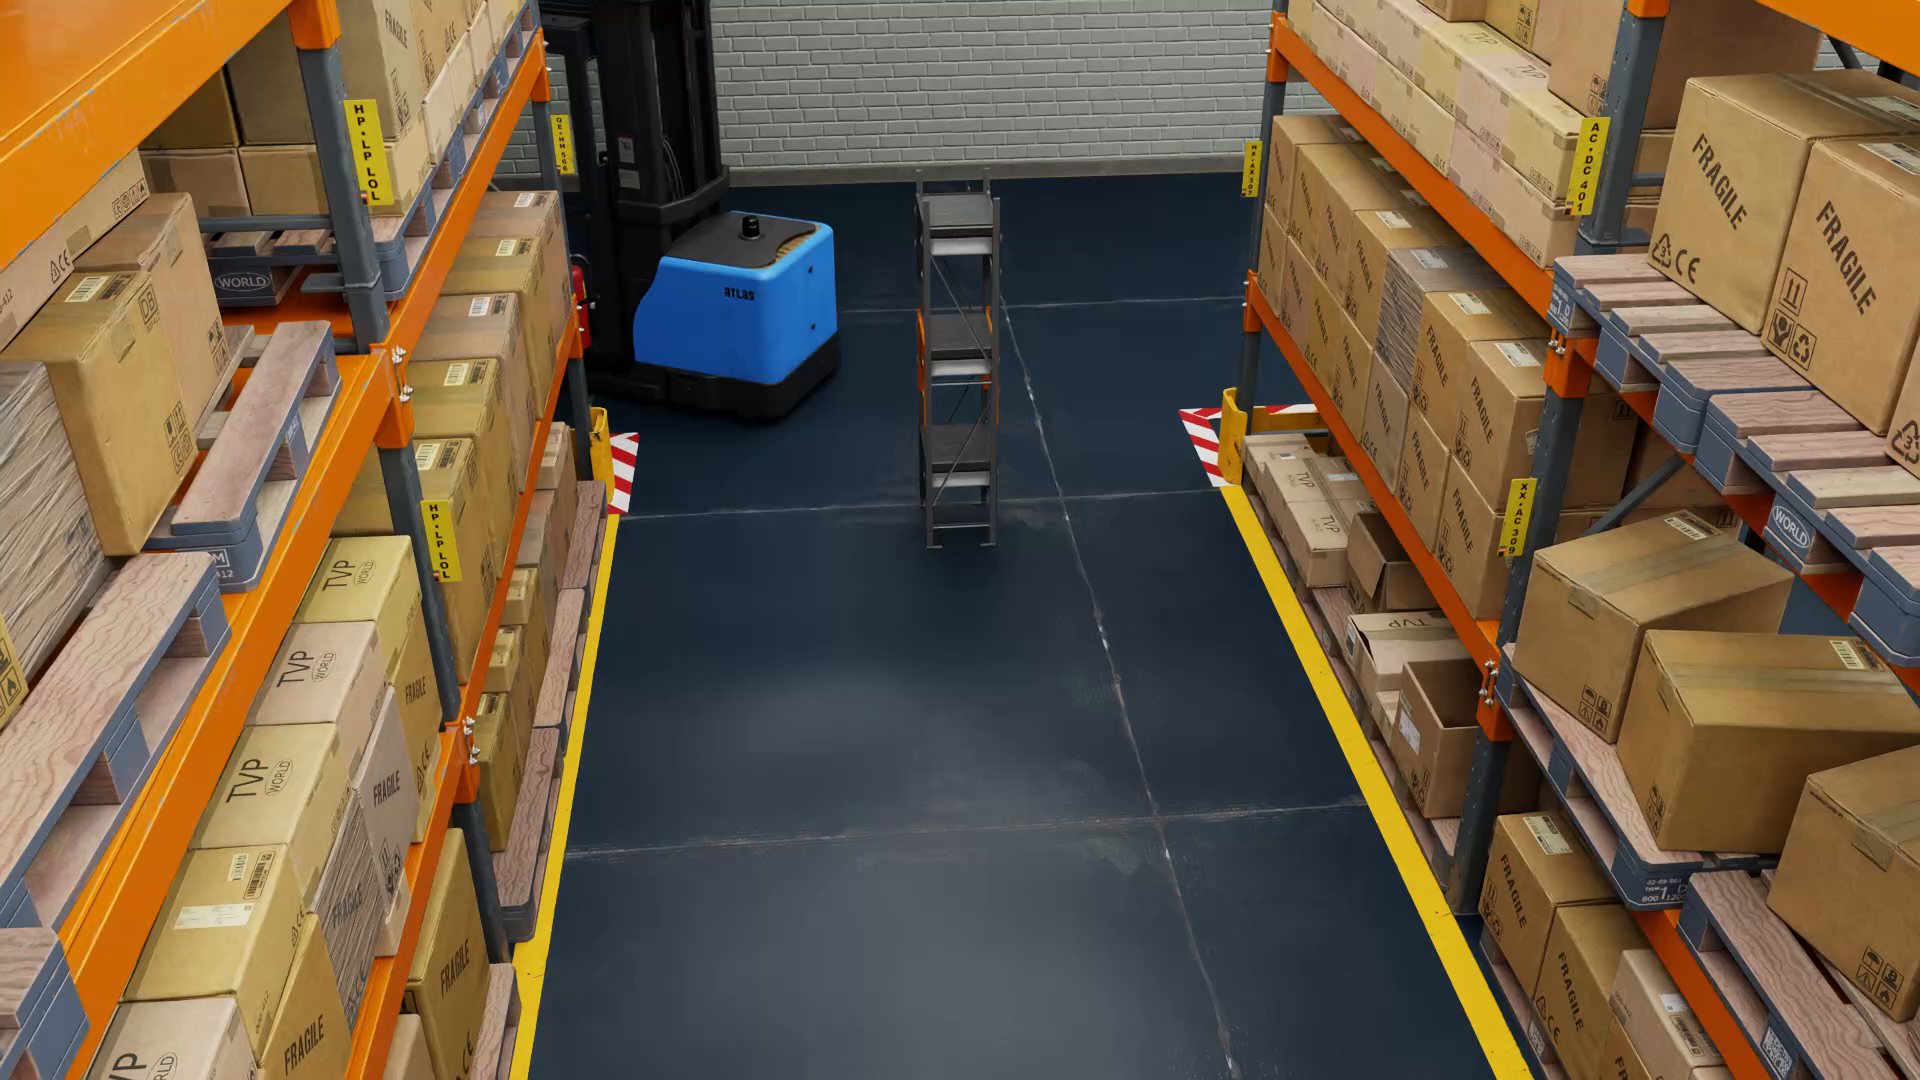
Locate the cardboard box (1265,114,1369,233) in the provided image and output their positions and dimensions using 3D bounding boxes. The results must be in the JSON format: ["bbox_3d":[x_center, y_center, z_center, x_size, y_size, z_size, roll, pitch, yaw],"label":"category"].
[{"bbox_3d":[1.997,-2.015,9.125,0.500,0.500,0.500,-2,31,-3],"label":"cardboard box"}]

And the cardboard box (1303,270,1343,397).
[{"bbox_3d":[2.095,-1.066,8.512,0.500,0.500,0.500,-3,31,-5],"label":"cardboard box"}]

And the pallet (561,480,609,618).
[{"bbox_3d":[-2.561,0.059,9.445,1.003,0.211,1.213,-3,31,-5],"label":"pallet"}]

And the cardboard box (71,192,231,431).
[{"bbox_3d":[-2.367,-0.565,4.319,0.700,0.500,0.500,-4,31,-7],"label":"cardboard box"}]

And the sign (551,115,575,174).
[{"bbox_3d":[-2.172,-2.160,9.081,0.100,0.325,0.005,-3,31,-5],"label":"sign"}]

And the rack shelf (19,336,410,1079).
[{"bbox_3d":[-2.153,0.542,3.694,1.077,0.370,4.000,-3,31,-5],"label":"rack shelf"}]

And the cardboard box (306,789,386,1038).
[{"bbox_3d":[-1.950,1.061,4.641,0.500,0.500,0.500,-3,31,-4],"label":"cardboard box"}]

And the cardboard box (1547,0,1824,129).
[{"bbox_3d":[2.508,-1.746,5.750,0.700,0.500,0.500,-3,31,-5],"label":"cardboard box"}]

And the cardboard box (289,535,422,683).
[{"bbox_3d":[-2.041,0.225,5.310,0.500,0.250,0.500,-2,31,-3],"label":"cardboard box"}]

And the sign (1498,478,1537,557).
[{"bbox_3d":[2.052,-0.081,6.116,0.100,0.325,0.005,-3,31,-5],"label":"sign"}]

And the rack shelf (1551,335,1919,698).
[{"bbox_3d":[2.779,0.303,4.094,1.077,0.370,4.000,-3,31,-5],"label":"rack shelf"}]

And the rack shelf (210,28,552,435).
[{"bbox_3d":[-2.527,-1.500,7.113,1.077,0.370,4.000,-3,31,-5],"label":"rack shelf"}]

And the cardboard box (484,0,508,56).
[{"bbox_3d":[-2.331,-2.362,7.493,0.500,0.250,0.500,-4,31,-6],"label":"cardboard box"}]

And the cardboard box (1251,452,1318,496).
[{"bbox_3d":[1.939,-0.396,9.822,0.380,0.166,0.250,-3,31,-5],"label":"cardboard box"}]

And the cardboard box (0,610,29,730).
[{"bbox_3d":[-2.209,0.227,2.994,0.700,0.500,0.500,-1,31,-2],"label":"cardboard box"}]

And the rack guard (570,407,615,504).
[{"bbox_3d":[-2.716,-0.481,10.068,1.175,0.500,0.348,-3,31,-5],"label":"rack guard"}]

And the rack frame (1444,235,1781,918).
[{"bbox_3d":[2.592,0.261,6.388,1.000,3.000,0.127,-3,31,-5],"label":"rack frame"}]

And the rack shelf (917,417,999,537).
[{"bbox_3d":[-0.015,-0.373,9.719,0.431,0.518,0.480,-3,31,-5],"label":"rack shelf"}]

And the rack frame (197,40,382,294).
[{"bbox_3d":[-2.340,-2.076,4.450,1.000,3.000,0.127,-3,31,-5],"label":"rack frame"}]

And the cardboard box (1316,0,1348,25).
[{"bbox_3d":[2.047,-2.689,8.061,0.500,0.250,0.500,-3,31,-5],"label":"cardboard box"}]

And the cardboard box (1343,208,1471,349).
[{"bbox_3d":[2.144,-1.233,7.817,0.500,0.500,0.500,-3,31,-5],"label":"cardboard box"}]

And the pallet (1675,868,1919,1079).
[{"bbox_3d":[2.779,1.393,4.681,1.003,0.211,1.213,-3,31,-5],"label":"pallet"}]

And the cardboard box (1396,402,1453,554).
[{"bbox_3d":[2.240,-0.288,7.210,0.500,0.500,0.500,-2,31,-3],"label":"cardboard box"}]

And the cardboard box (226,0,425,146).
[{"bbox_3d":[-2.127,-1.646,5.563,0.500,0.500,0.500,-3,31,-5],"label":"cardboard box"}]

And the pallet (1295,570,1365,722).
[{"bbox_3d":[2.412,0.483,8.736,1.003,0.211,1.213,-3,31,-5],"label":"pallet"}]

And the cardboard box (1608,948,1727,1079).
[{"bbox_3d":[2.488,1.592,5.437,0.500,0.250,0.500,-3,31,-4],"label":"cardboard box"}]

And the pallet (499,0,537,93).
[{"bbox_3d":[-2.634,-2.414,8.027,1.003,0.211,1.213,-3,31,-5],"label":"pallet"}]

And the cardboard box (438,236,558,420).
[{"bbox_3d":[-2.577,-1.040,8.274,0.980,0.700,0.700,-3,31,-5],"label":"cardboard box"}]

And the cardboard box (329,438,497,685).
[{"bbox_3d":[-2.374,0.093,6.376,0.980,0.700,0.700,-2,31,-4],"label":"cardboard box"}]

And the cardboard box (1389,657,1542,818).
[{"bbox_3d":[2.256,0.868,7.381,0.500,0.500,0.500,-3,31,-5],"label":"cardboard box"}]

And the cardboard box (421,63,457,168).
[{"bbox_3d":[-2.175,-1.573,6.172,0.500,0.250,0.500,-3,31,-6],"label":"cardboard box"}]

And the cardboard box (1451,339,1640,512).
[{"bbox_3d":[2.287,-0.457,6.518,0.500,0.500,0.500,-3,31,-4],"label":"cardboard box"}]

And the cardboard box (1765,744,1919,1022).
[{"bbox_3d":[2.818,0.937,4.750,0.700,0.500,0.500,-11,32,-17],"label":"cardboard box"}]

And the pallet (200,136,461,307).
[{"bbox_3d":[-2.406,-1.168,5.942,1.003,0.211,1.213,-3,31,-5],"label":"pallet"}]

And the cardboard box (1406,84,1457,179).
[{"bbox_3d":[2.190,-1.709,6.907,0.500,0.250,0.500,-3,31,-5],"label":"cardboard box"}]

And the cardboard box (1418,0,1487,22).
[{"bbox_3d":[2.352,-2.511,7.031,0.700,0.500,0.500,-3,31,-5],"label":"cardboard box"}]

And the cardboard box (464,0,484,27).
[{"bbox_3d":[-2.280,-2.428,6.873,0.500,0.500,0.500,-4,31,-7],"label":"cardboard box"}]

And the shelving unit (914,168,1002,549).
[{"bbox_3d":[-0.015,-0.986,9.353,0.431,2.100,0.503,-3,31,-5],"label":"shelving unit"}]

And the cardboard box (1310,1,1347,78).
[{"bbox_3d":[2.047,-2.475,8.189,0.500,0.250,0.500,-3,31,-5],"label":"cardboard box"}]

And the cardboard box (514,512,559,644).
[{"bbox_3d":[-2.454,0.215,8.492,0.700,0.500,0.500,-4,31,-6],"label":"cardboard box"}]

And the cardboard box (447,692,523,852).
[{"bbox_3d":[-2.308,1.006,7.169,0.700,0.500,0.500,-2,31,-4],"label":"cardboard box"}]

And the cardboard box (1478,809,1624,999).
[{"bbox_3d":[2.395,1.404,6.484,0.500,0.500,0.500,-4,31,-7],"label":"cardboard box"}]

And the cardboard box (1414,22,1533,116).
[{"bbox_3d":[2.188,-1.923,6.779,0.500,0.250,0.500,-3,31,-5],"label":"cardboard box"}]

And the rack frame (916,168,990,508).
[{"bbox_3d":[-0.038,-1.111,9.562,0.400,2.100,0.015,-3,31,-5],"label":"rack frame"}]

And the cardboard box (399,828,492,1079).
[{"bbox_3d":[-2.150,1.568,5.886,0.750,0.750,0.750,-2,31,-4],"label":"cardboard box"}]

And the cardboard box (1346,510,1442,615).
[{"bbox_3d":[2.411,0.185,8.521,0.797,0.503,0.637,-3,31,-5],"label":"cardboard box"}]

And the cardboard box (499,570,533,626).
[{"bbox_3d":[-2.207,0.277,7.756,0.380,0.149,0.250,-4,31,-6],"label":"cardboard box"}]

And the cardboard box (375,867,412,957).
[{"bbox_3d":[-1.917,1.152,5.121,0.380,0.149,0.250,-3,31,-5],"label":"cardboard box"}]

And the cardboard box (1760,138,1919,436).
[{"bbox_3d":[2.651,-0.692,4.454,0.600,0.600,0.600,-3,31,-5],"label":"cardboard box"}]

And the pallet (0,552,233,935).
[{"bbox_3d":[-2.186,0.438,3.350,1.003,0.211,1.213,-1,31,-2],"label":"pallet"}]

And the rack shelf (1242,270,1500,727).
[{"bbox_3d":[2.405,-0.452,8.282,1.077,0.370,4.000,-3,31,-5],"label":"rack shelf"}]

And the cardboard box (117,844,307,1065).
[{"bbox_3d":[-1.907,1.007,4.001,0.500,0.250,0.500,-3,31,-6],"label":"cardboard box"}]

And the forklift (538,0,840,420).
[{"bbox_3d":[-2.415,-2.518,11.108,3.031,2.935,1.130,11,33,18],"label":"forklift"}]
